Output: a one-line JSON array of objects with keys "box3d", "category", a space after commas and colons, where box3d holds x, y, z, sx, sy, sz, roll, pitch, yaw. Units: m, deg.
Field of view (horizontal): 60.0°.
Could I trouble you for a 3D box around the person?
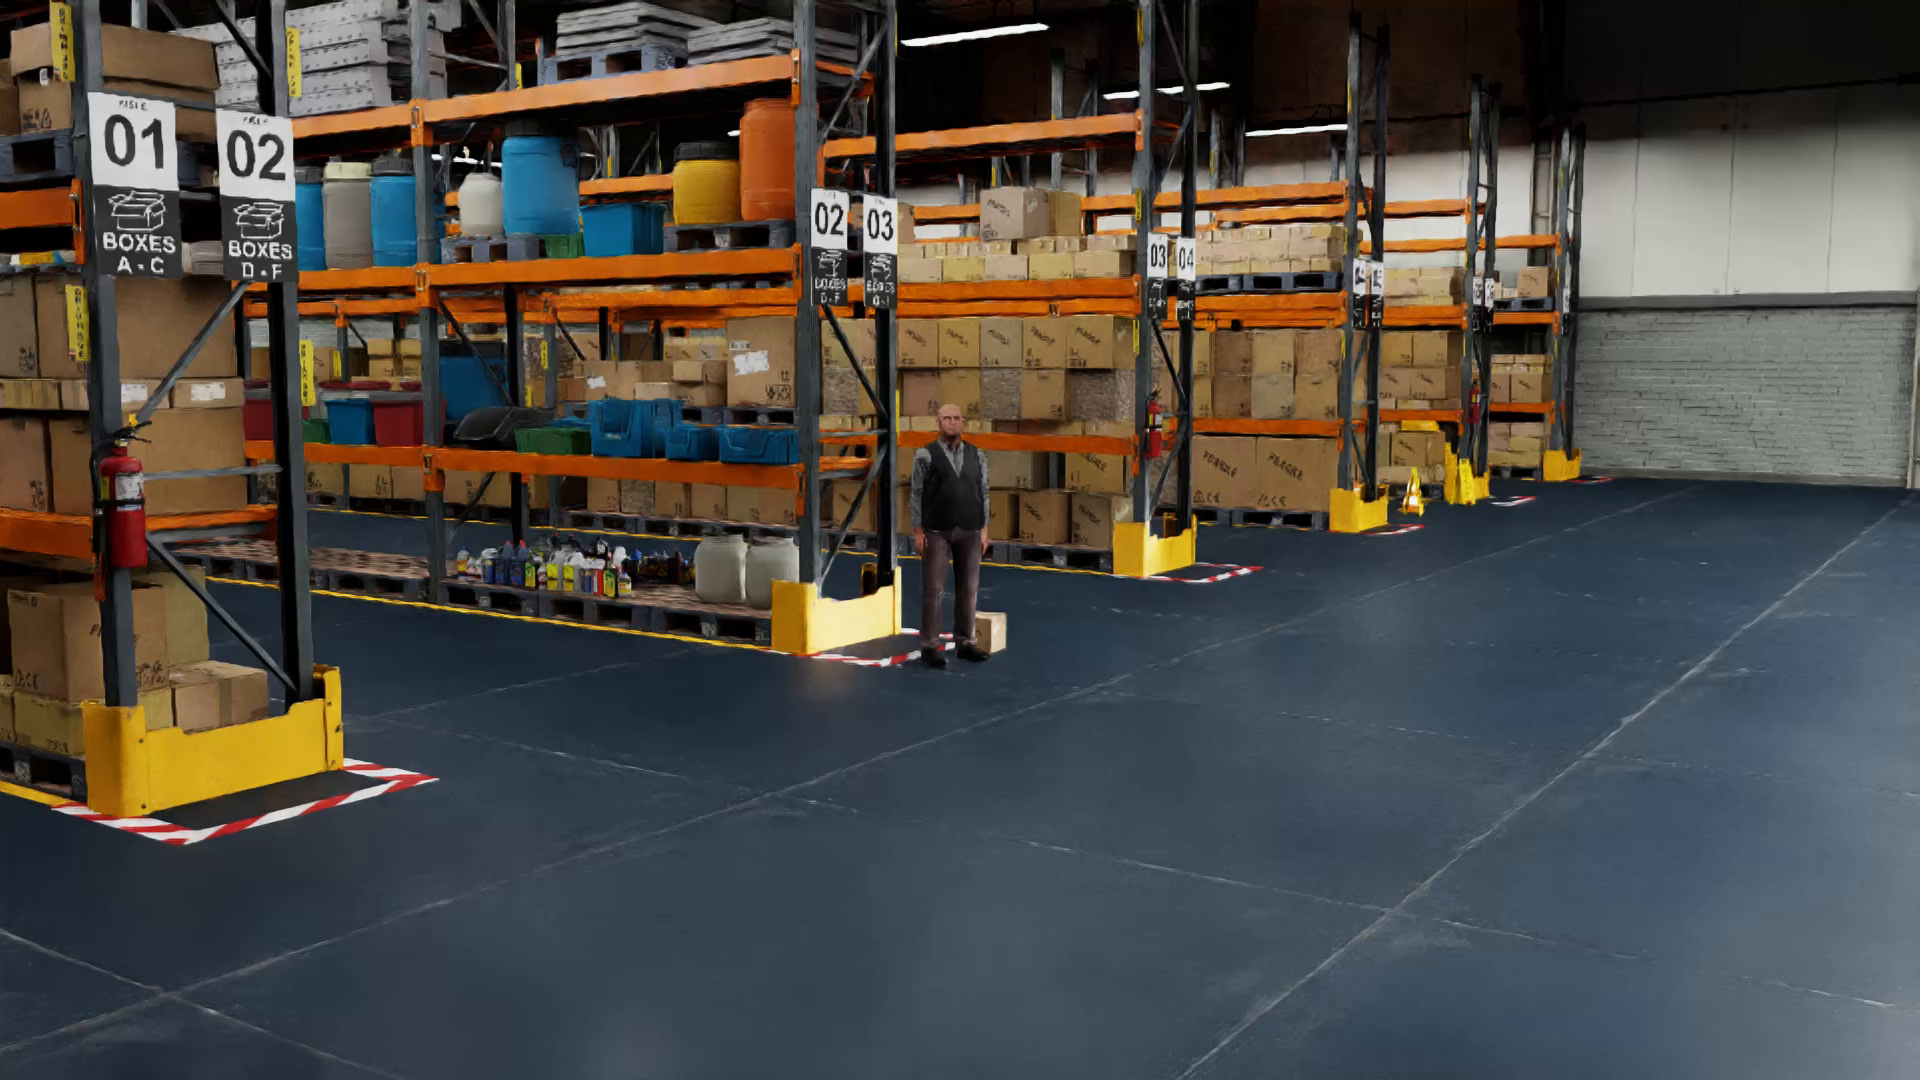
[{"box3d": [-0.051, -0.043, 11.086, 0.542, 1.723, 0.374, -2, 7, -17], "category": "person"}]
